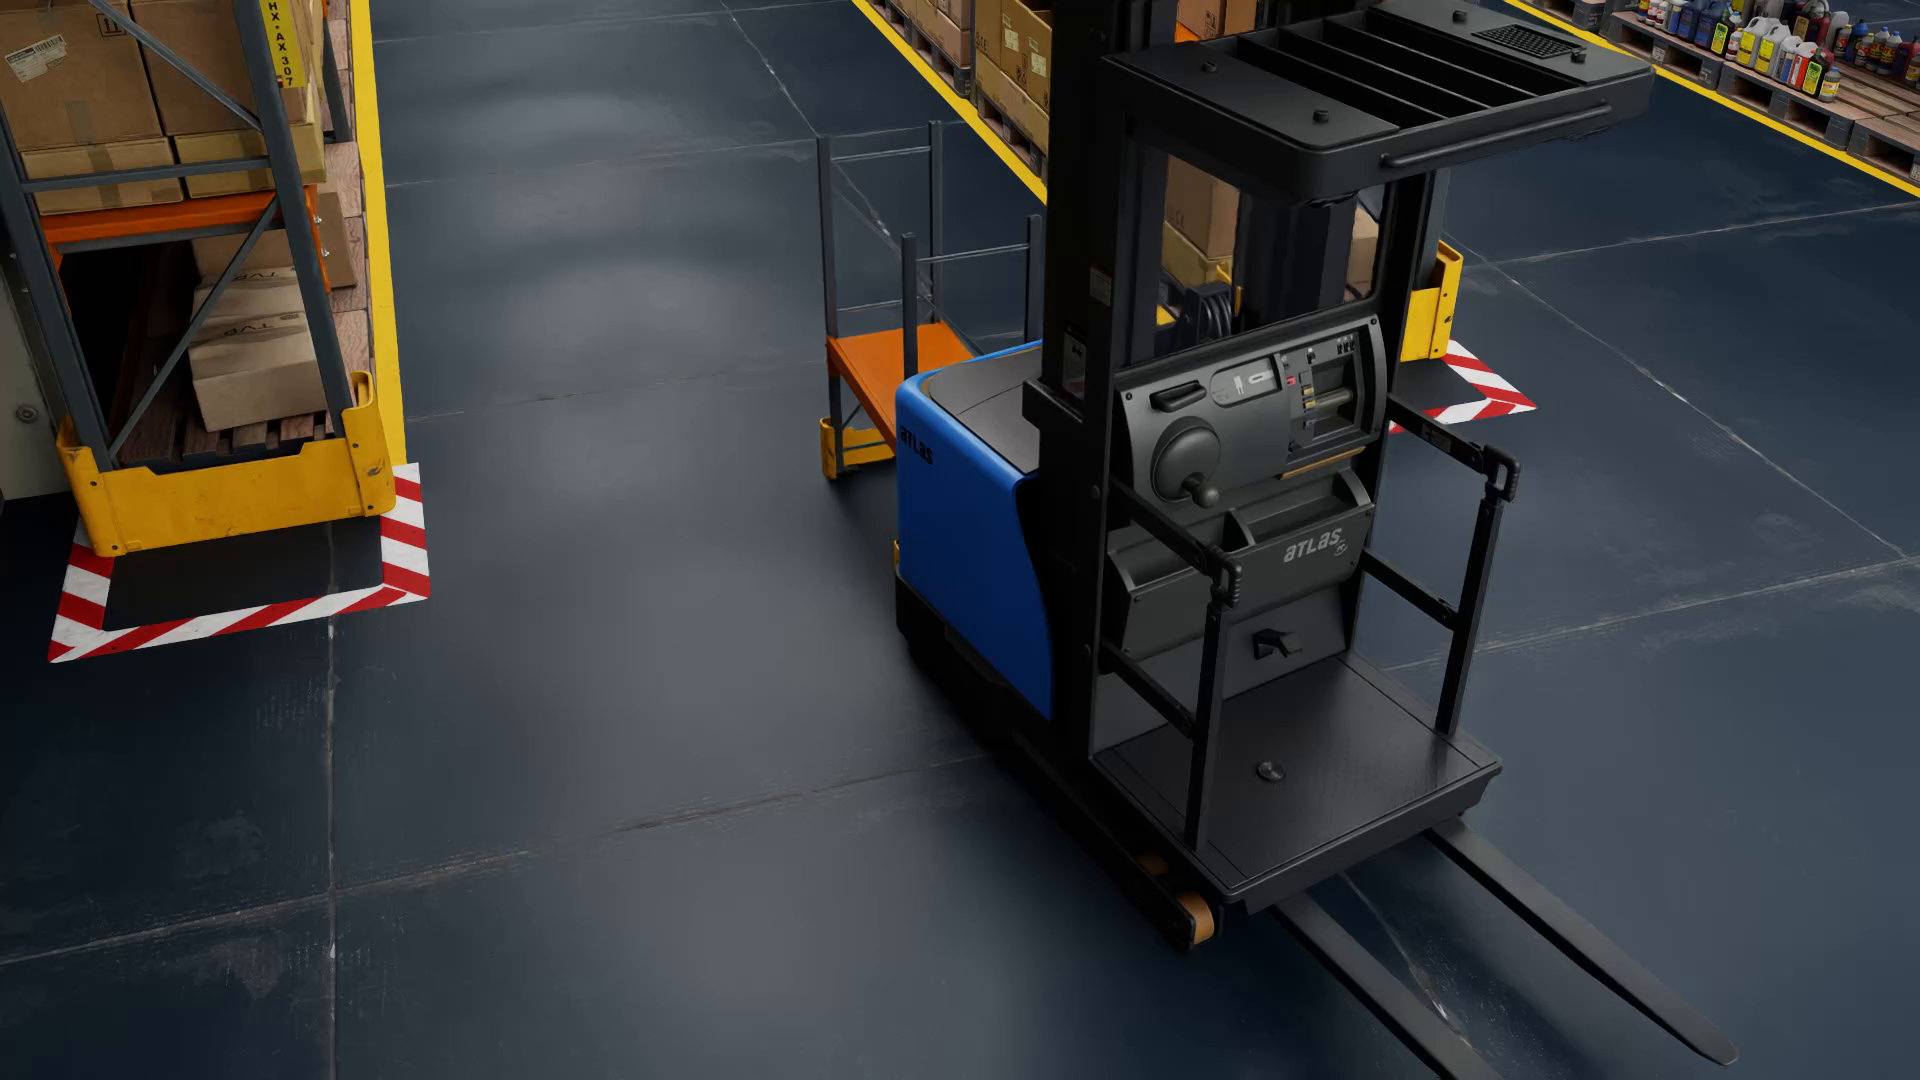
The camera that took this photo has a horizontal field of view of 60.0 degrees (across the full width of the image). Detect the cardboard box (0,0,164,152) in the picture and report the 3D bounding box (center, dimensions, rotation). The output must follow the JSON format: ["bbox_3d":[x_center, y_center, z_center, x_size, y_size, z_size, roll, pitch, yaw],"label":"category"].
[{"bbox_3d":[-3.281,-1.791,6.178,0.500,0.500,0.500,-10,35,-15],"label":"cardboard box"}]

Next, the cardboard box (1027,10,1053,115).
[{"bbox_3d":[0.710,-2.776,9.663,0.500,0.500,0.500,-10,35,-15],"label":"cardboard box"}]

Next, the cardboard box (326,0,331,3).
[{"bbox_3d":[-5.106,-4.293,12.394,0.700,0.500,0.500,-10,35,-14],"label":"cardboard box"}]

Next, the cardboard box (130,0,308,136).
[{"bbox_3d":[-2.794,-1.881,6.313,0.500,0.500,0.500,-10,35,-15],"label":"cardboard box"}]

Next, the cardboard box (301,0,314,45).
[{"bbox_3d":[-3.087,-2.414,7.121,0.500,0.500,0.500,-11,35,-16],"label":"cardboard box"}]

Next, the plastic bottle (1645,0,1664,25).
[{"bbox_3d":[4.991,-3.809,11.932,0.097,0.201,0.097,0,33,0],"label":"plastic bottle"}]

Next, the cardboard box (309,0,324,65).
[{"bbox_3d":[-3.255,-2.381,7.750,0.500,0.250,0.500,-10,35,-14],"label":"cardboard box"}]

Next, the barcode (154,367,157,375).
[{"bbox_3d":[-3.446,-0.707,7.131,0.001,0.075,0.075,-10,35,-15],"label":"barcode"}]

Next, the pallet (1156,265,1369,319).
[{"bbox_3d":[1.509,-1.387,8.658,1.003,0.211,1.213,-10,35,-15],"label":"pallet"}]

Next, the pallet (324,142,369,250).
[{"bbox_3d":[-3.916,-1.911,9.451,1.003,0.211,1.213,-10,35,-15],"label":"pallet"}]

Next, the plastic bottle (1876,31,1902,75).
[{"bbox_3d":[6.140,-3.217,10.973,0.097,0.271,0.097,0,33,0],"label":"plastic bottle"}]

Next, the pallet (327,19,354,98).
[{"bbox_3d":[-4.769,-3.308,11.565,1.003,0.211,1.213,-10,35,-15],"label":"pallet"}]

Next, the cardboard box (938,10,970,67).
[{"bbox_3d":[0.159,-3.453,11.368,0.500,0.250,0.500,-10,35,-15],"label":"cardboard box"}]

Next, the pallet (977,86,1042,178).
[{"bbox_3d":[0.764,-2.668,10.596,1.003,0.211,1.213,-10,35,-15],"label":"pallet"}]

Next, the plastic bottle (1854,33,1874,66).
[{"bbox_3d":[6.079,-3.292,11.150,0.097,0.201,0.097,0,33,0],"label":"plastic bottle"}]

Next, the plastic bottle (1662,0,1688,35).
[{"bbox_3d":[5.085,-3.728,11.743,0.152,0.276,0.135,-9,34,-13],"label":"plastic bottle"}]

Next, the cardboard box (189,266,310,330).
[{"bbox_3d":[-3.234,-1.060,7.674,0.500,0.311,0.500,-7,34,-11],"label":"cardboard box"}]

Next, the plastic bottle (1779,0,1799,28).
[{"bbox_3d":[5.810,-3.775,11.746,0.144,0.351,0.185,-12,35,-17],"label":"plastic bottle"}]

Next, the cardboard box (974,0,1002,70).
[{"bbox_3d":[0.405,-3.301,10.458,0.500,0.500,0.500,-10,35,-15],"label":"cardboard box"}]

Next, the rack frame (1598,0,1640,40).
[{"bbox_3d":[5.280,-5.087,11.728,1.000,3.000,0.127,-10,35,-15],"label":"rack frame"}]

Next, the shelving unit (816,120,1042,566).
[{"bbox_3d":[-0.139,-0.708,6.461,0.587,1.500,1.083,-12,35,-17],"label":"shelving unit"}]

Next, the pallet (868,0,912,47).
[{"bbox_3d":[-0.076,-4.115,12.785,1.003,0.211,1.213,-10,35,-15],"label":"pallet"}]

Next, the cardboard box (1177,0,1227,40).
[{"bbox_3d":[1.487,-2.720,8.055,0.700,0.500,0.500,-9,35,-13],"label":"cardboard box"}]

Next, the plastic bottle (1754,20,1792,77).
[{"bbox_3d":[5.375,-3.252,10.954,0.144,0.351,0.185,-9,34,-13],"label":"plastic bottle"}]

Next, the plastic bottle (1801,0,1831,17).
[{"bbox_3d":[5.908,-3.606,11.489,0.144,0.351,0.185,-10,35,-15],"label":"plastic bottle"}]

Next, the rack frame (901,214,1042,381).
[{"bbox_3d":[0.041,-0.440,6.056,0.500,1.500,0.032,-12,35,-17],"label":"rack frame"}]

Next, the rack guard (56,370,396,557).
[{"bbox_3d":[-2.958,-0.318,6.778,1.175,0.500,0.348,-10,35,-15],"label":"rack guard"}]

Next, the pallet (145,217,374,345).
[{"bbox_3d":[-3.540,-1.269,8.480,1.003,0.211,1.213,-10,35,-15],"label":"pallet"}]

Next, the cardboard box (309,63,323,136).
[{"bbox_3d":[-2.953,-1.847,6.942,0.500,0.250,0.500,-11,35,-16],"label":"cardboard box"}]

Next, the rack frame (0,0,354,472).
[{"bbox_3d":[-2.935,-1.321,6.028,1.000,3.000,0.127,-10,35,-15],"label":"rack frame"}]

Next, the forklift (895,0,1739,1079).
[{"bbox_3d":[0.957,-0.314,4.567,1.130,2.935,3.031,-18,38,-26],"label":"forklift"}]

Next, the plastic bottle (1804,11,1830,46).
[{"bbox_3d":[5.853,-3.473,11.350,0.061,0.283,0.133,-10,35,-15],"label":"plastic bottle"}]

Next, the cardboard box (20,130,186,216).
[{"bbox_3d":[-3.262,-1.480,6.386,0.500,0.250,0.500,-10,35,-14],"label":"cardboard box"}]

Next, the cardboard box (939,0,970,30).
[{"bbox_3d":[0.165,-3.683,11.207,0.500,0.311,0.500,-10,35,-15],"label":"cardboard box"}]

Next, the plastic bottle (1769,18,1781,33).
[{"bbox_3d":[5.452,-3.357,11.180,0.152,0.276,0.135,-10,35,-15],"label":"plastic bottle"}]

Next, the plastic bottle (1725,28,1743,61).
[{"bbox_3d":[5.253,-3.358,11.250,0.097,0.201,0.097,0,33,0],"label":"plastic bottle"}]

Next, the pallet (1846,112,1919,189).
[{"bbox_3d":[6.190,-2.283,10.014,1.003,0.211,1.213,-10,35,-15],"label":"pallet"}]

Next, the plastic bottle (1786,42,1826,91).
[{"bbox_3d":[5.472,-3.062,10.734,0.152,0.276,0.135,-10,35,-14],"label":"plastic bottle"}]

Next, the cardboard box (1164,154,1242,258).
[{"bbox_3d":[1.335,-1.728,8.078,0.500,0.500,0.500,-10,35,-15],"label":"cardboard box"}]

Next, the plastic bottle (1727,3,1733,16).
[{"bbox_3d":[5.290,-3.583,11.527,0.097,0.271,0.097,0,33,0],"label":"plastic bottle"}]

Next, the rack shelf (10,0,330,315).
[{"bbox_3d":[-3.545,-2.071,7.816,1.077,0.370,4.000,-10,35,-15],"label":"rack shelf"}]

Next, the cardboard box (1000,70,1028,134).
[{"bbox_3d":[0.562,-2.726,10.268,0.500,0.250,0.500,-10,35,-15],"label":"cardboard box"}]

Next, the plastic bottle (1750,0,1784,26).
[{"bbox_3d":[5.676,-3.706,11.709,0.152,0.276,0.135,-10,35,-15],"label":"plastic bottle"}]

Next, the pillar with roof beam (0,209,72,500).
[{"bbox_3d":[0.128,-4.770,5.806,9.100,9.000,0.400,-10,35,-15],"label":"pillar with roof beam"}]

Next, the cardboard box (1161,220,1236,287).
[{"bbox_3d":[1.337,-1.416,8.285,0.500,0.250,0.500,-10,35,-15],"label":"cardboard box"}]

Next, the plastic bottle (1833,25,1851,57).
[{"bbox_3d":[6.016,-3.400,11.313,0.097,0.201,0.097,0,33,0],"label":"plastic bottle"}]

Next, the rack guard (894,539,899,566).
[{"bbox_3d":[0.034,0.071,6.416,0.587,0.250,0.087,-12,35,-17],"label":"rack guard"}]

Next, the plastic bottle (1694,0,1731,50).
[{"bbox_3d":[5.189,-3.573,11.440,0.144,0.351,0.185,-11,35,-17],"label":"plastic bottle"}]

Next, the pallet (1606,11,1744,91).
[{"bbox_3d":[5.445,-3.564,11.952,1.003,0.211,1.213,-10,35,-15],"label":"pallet"}]

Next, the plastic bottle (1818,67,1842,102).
[{"bbox_3d":[5.523,-2.894,10.547,0.097,0.201,0.097,0,33,0],"label":"plastic bottle"}]

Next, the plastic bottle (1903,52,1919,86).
[{"bbox_3d":[6.212,-3.062,10.802,0.097,0.201,0.097,0,33,0],"label":"plastic bottle"}]

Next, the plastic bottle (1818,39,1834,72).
[{"bbox_3d":[5.573,-3.083,10.760,0.061,0.283,0.133,-10,35,-15],"label":"plastic bottle"}]

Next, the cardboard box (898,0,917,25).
[{"bbox_3d":[-0.150,-3.988,12.177,0.500,0.250,0.500,-9,35,-14],"label":"cardboard box"}]

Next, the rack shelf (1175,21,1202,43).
[{"bbox_3d":[1.172,-2.906,9.079,1.077,0.370,4.000,-10,35,-15],"label":"rack shelf"}]
